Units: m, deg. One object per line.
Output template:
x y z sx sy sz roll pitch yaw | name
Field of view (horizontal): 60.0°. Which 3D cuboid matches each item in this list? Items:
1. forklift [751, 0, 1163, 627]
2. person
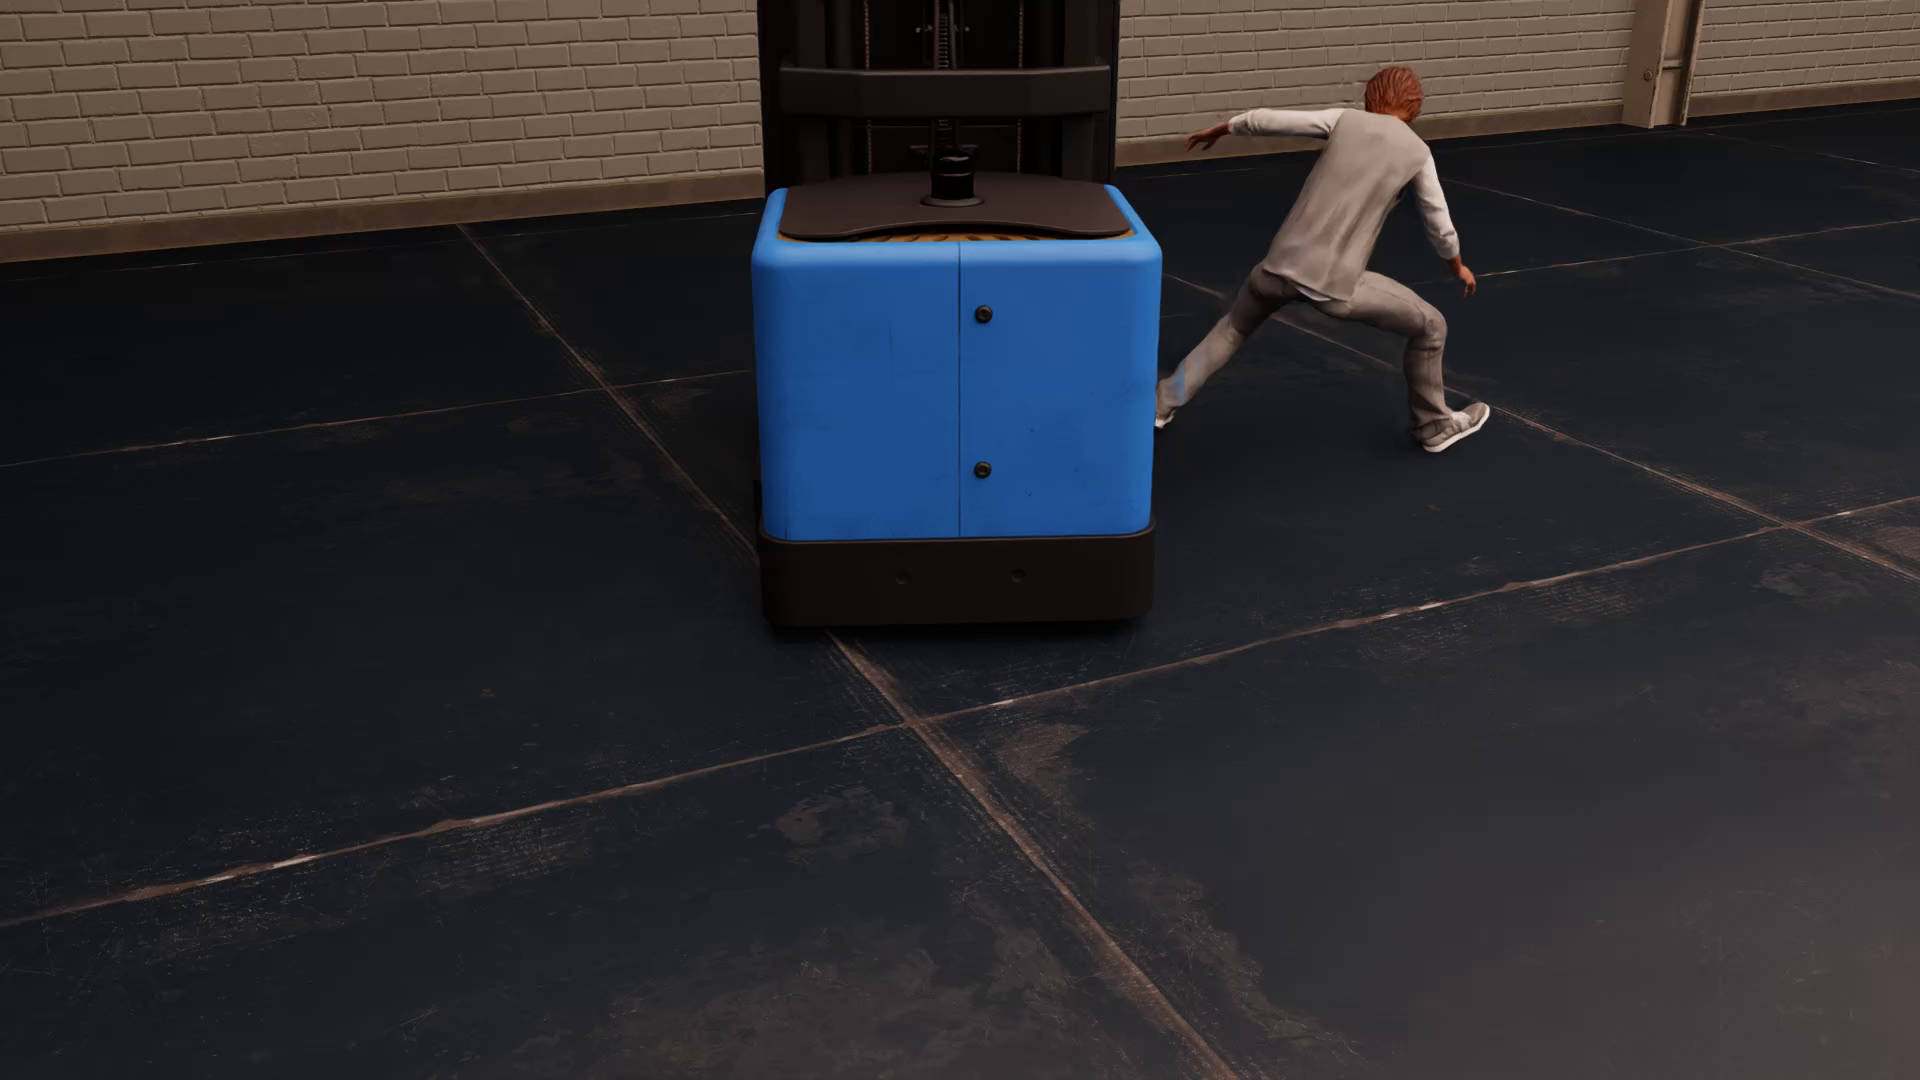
-0.077 -1.646 5.248 1.130 2.935 3.031 -1 23 -3 | forklift
1.230 -0.936 5.672 1.101 1.306 0.689 14 26 30 | person
